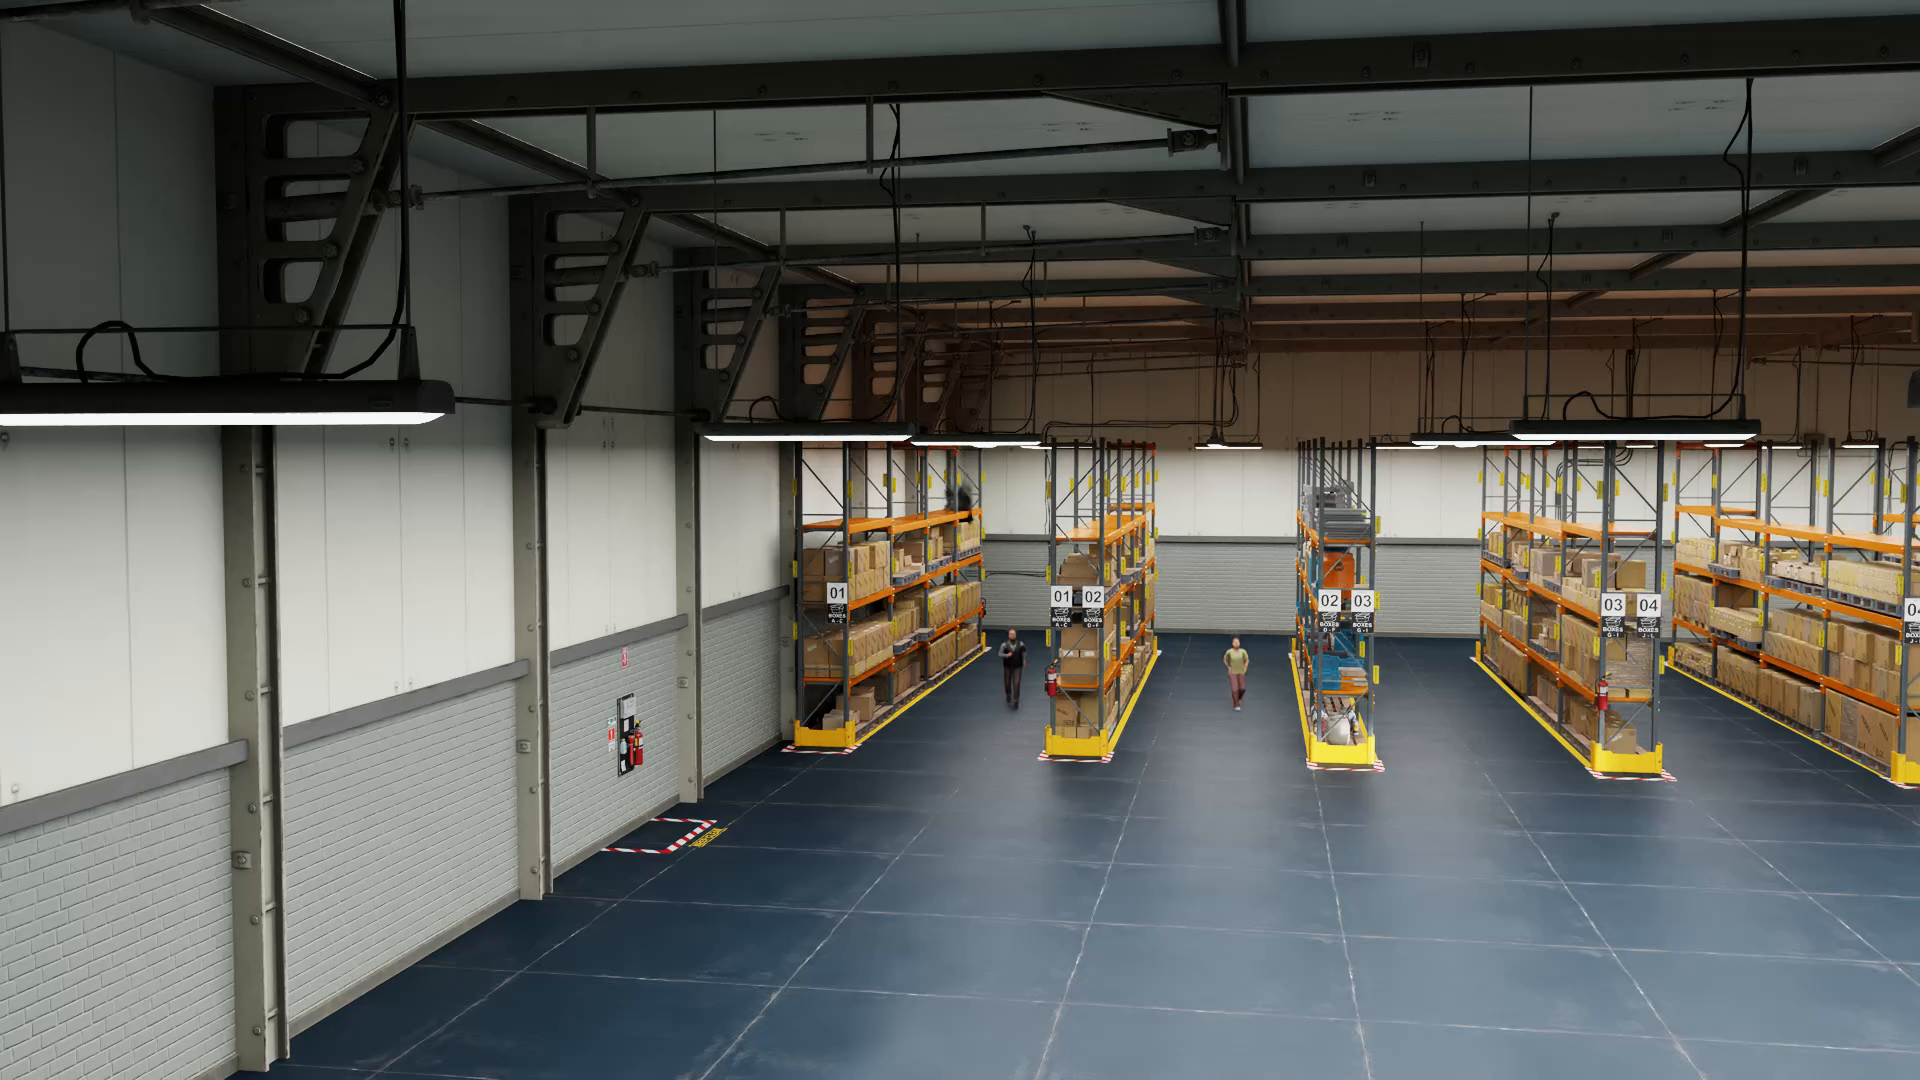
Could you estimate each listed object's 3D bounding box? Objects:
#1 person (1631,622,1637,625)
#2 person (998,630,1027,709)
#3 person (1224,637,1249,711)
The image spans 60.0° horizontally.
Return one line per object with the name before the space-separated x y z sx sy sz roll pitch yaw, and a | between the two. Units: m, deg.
person | 18.066 2.481 45.287 0.666 1.781 0.762 -1 3 -18
person | 1.183 2.870 37.229 0.657 1.707 0.971 0 3 2
person | 6.115 2.960 36.779 0.558 1.623 0.533 0 3 4
